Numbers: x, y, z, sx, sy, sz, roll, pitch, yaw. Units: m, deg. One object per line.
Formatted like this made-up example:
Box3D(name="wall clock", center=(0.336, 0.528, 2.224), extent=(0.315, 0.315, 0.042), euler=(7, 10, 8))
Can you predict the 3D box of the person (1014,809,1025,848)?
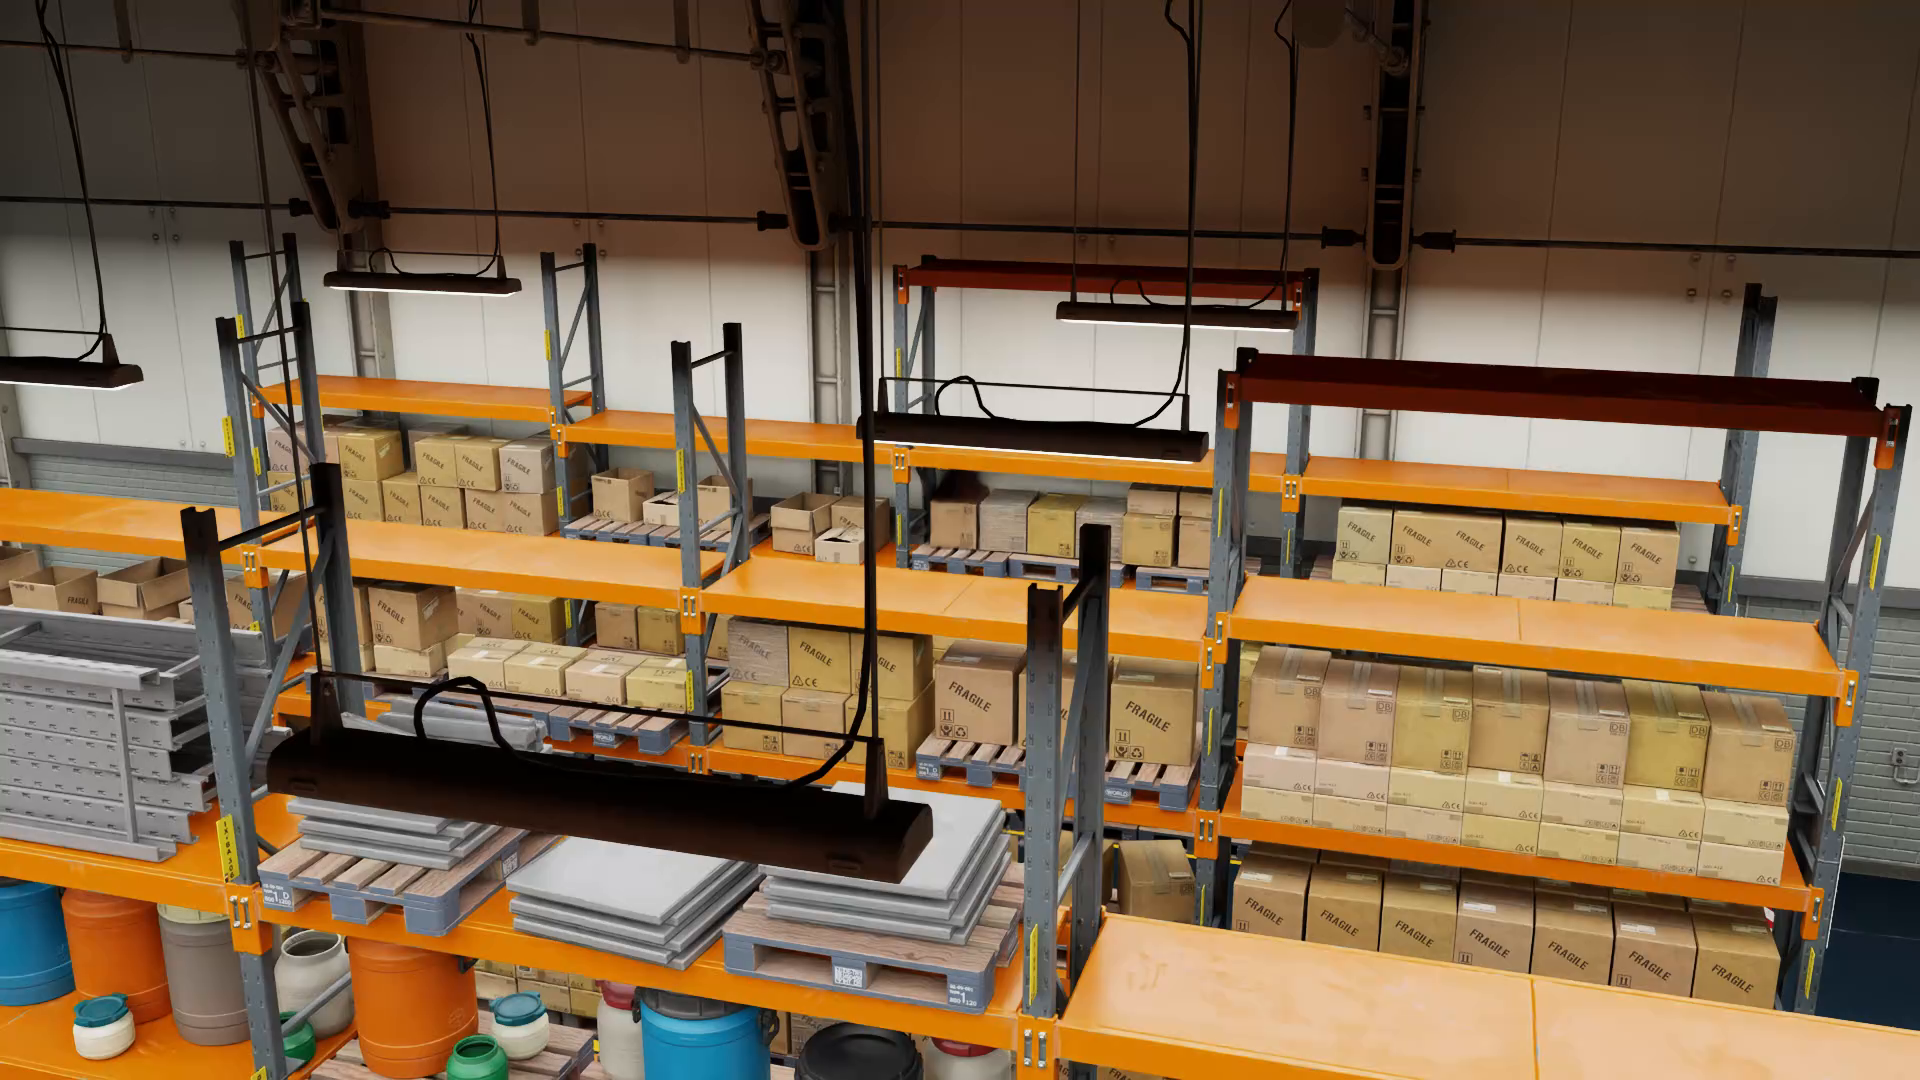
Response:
Box3D(name="person", center=(0.499, 2.459, 16.856), extent=(0.952, 1.582, 0.607), euler=(5, 17, 17))
